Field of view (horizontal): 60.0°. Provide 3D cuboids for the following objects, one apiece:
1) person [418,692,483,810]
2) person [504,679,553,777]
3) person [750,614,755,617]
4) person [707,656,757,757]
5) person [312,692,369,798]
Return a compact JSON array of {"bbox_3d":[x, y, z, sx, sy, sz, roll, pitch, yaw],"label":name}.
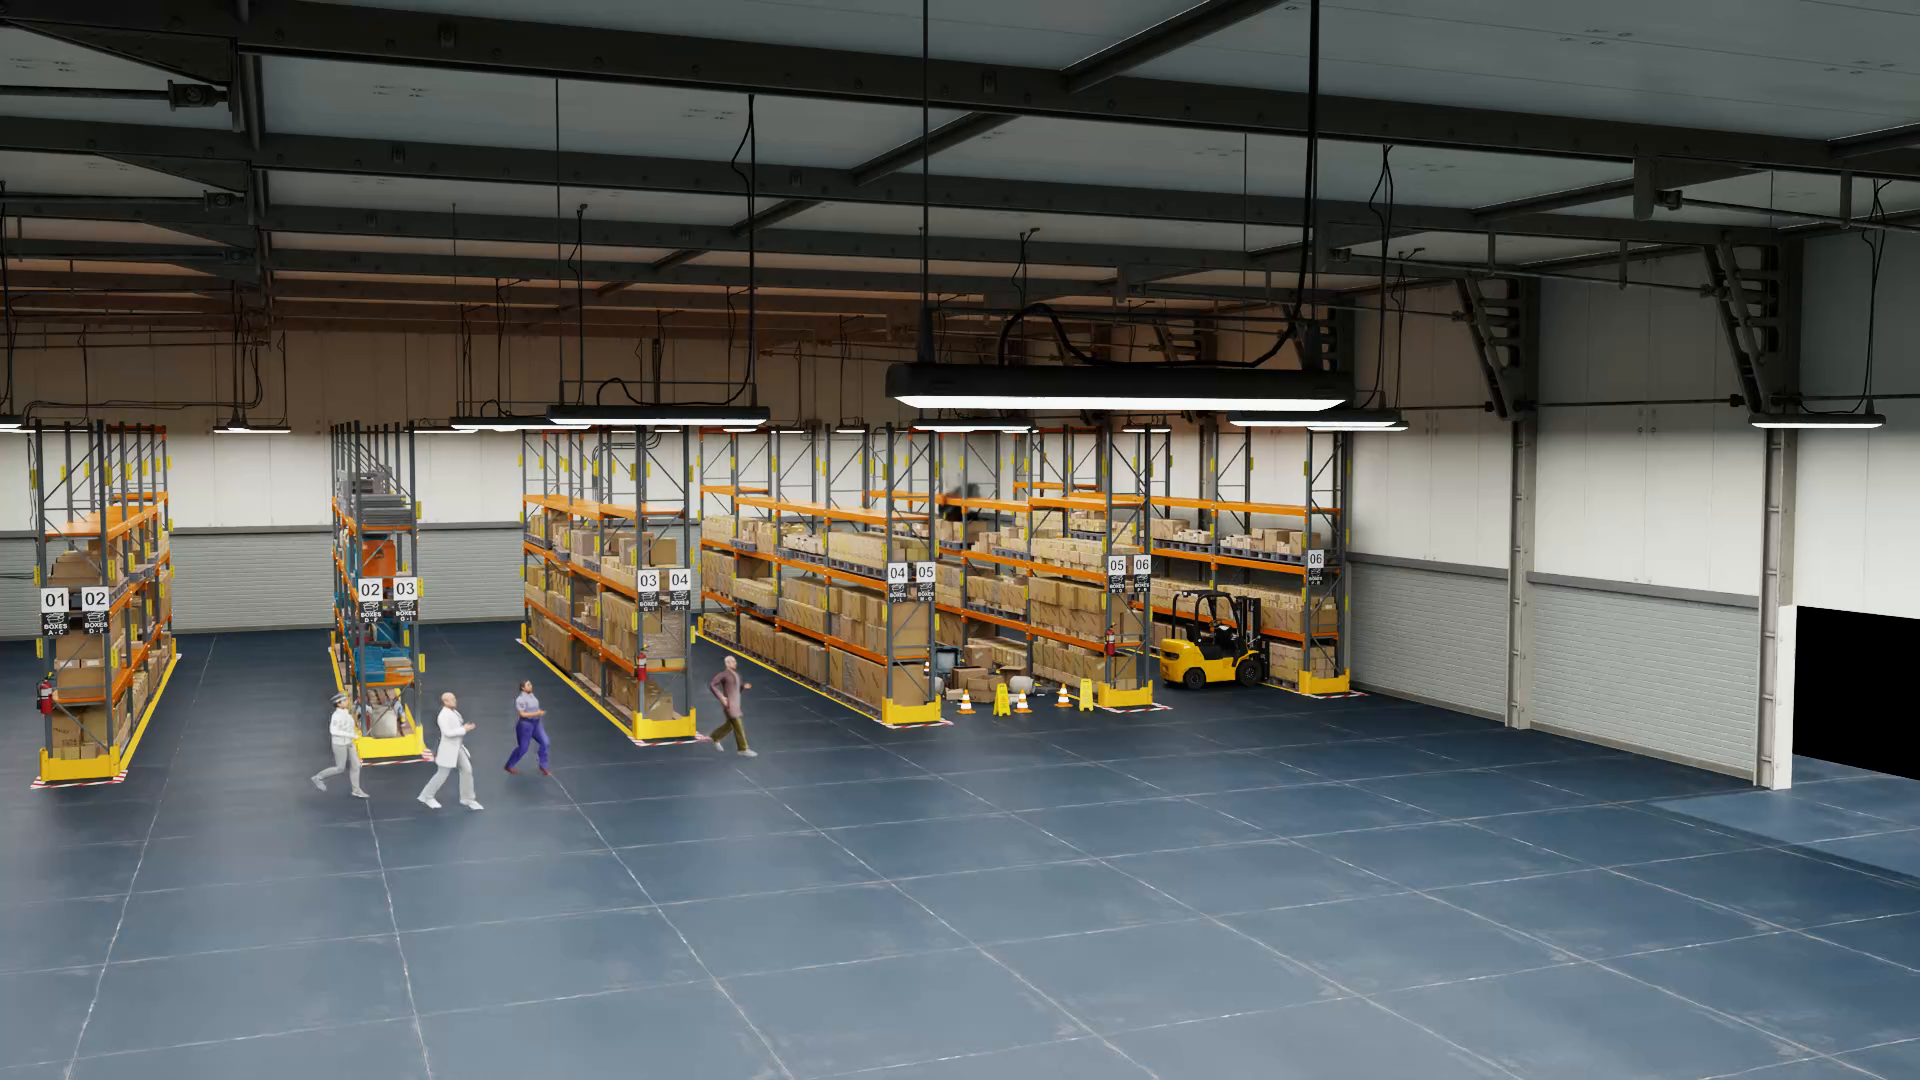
[{"bbox_3d":[-7.791,3.231,25.378,0.949,1.824,0.684,0,4,4],"label":"person"},{"bbox_3d":[-7.262,3.173,27.975,0.816,1.685,0.607,1,4,16],"label":"person"},{"bbox_3d":[-5.981,1.846,49.120,0.679,1.738,0.706,3,5,40],"label":"person"},{"bbox_3d":[-4.084,2.949,29.701,1.066,1.760,0.704,1,4,20],"label":"person"},{"bbox_3d":[-9.795,3.243,26.298,0.882,1.700,0.617,0,4,2],"label":"person"}]
